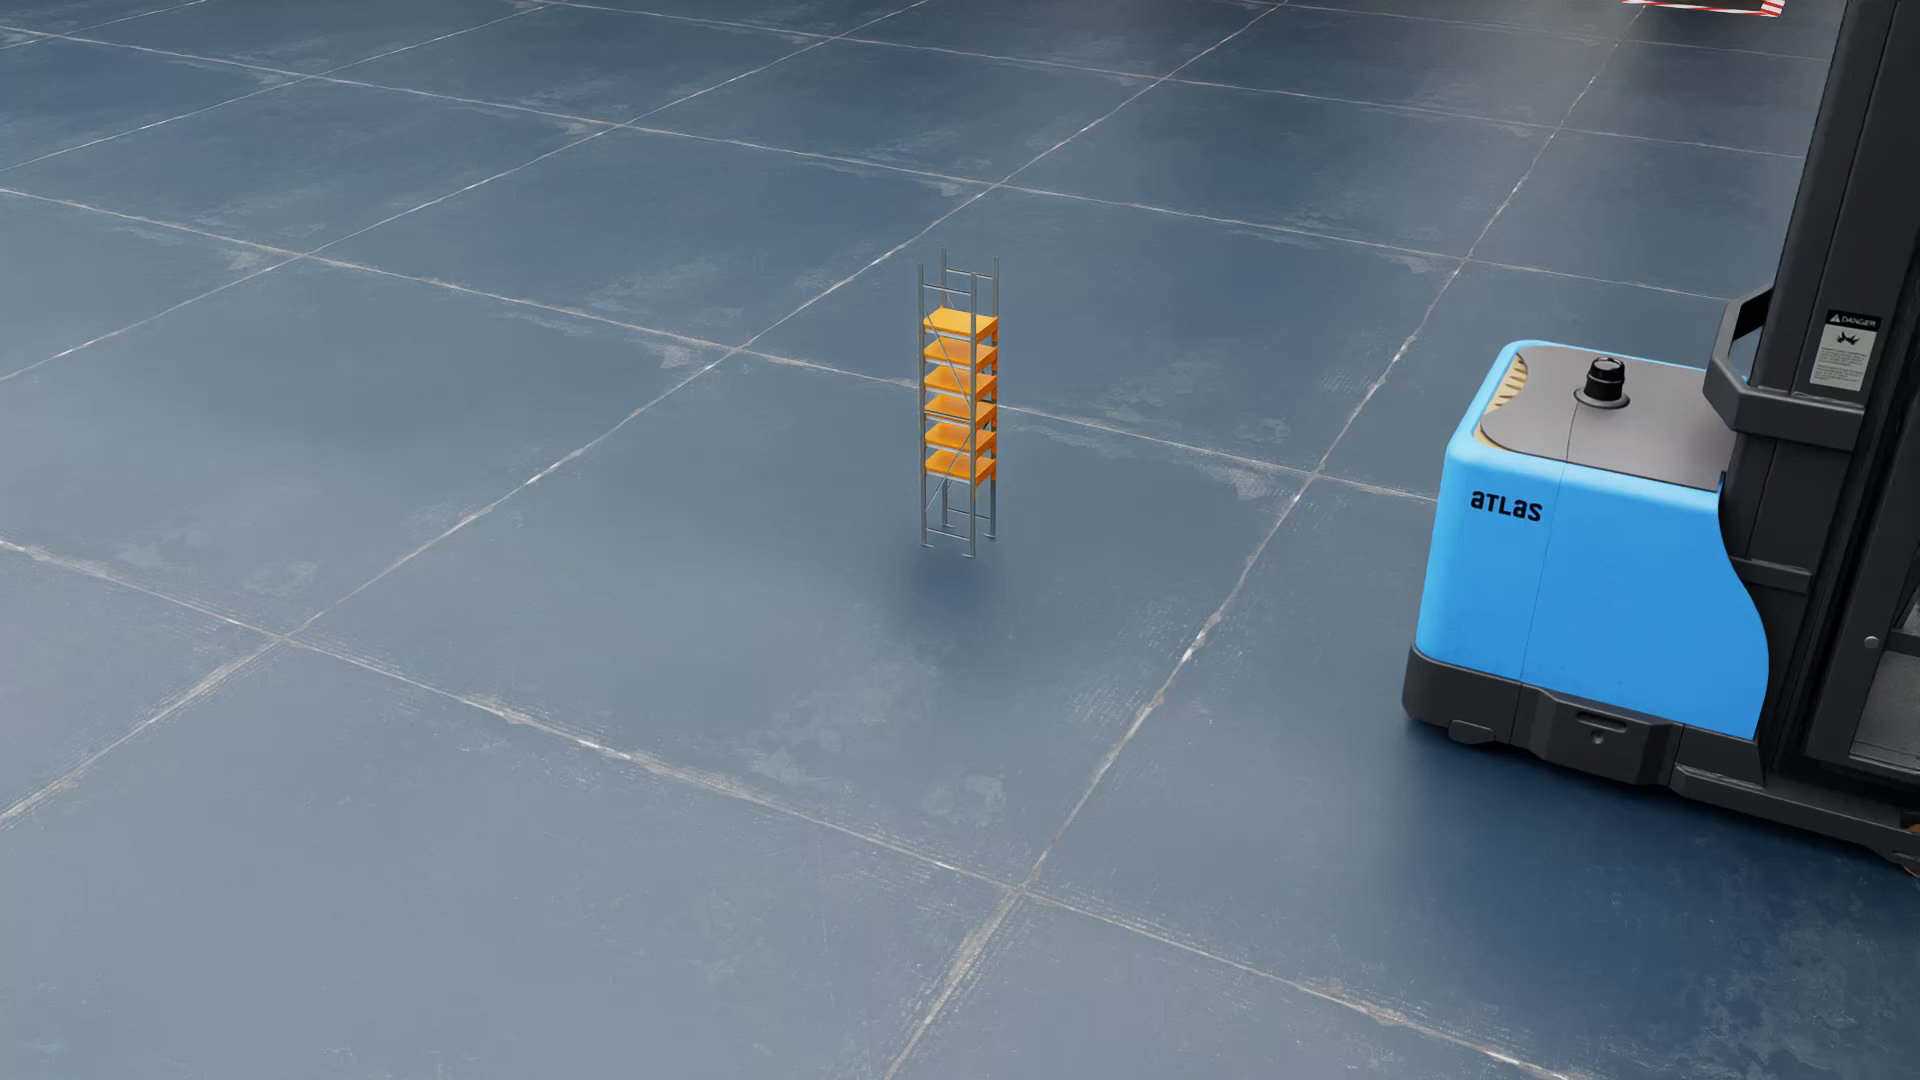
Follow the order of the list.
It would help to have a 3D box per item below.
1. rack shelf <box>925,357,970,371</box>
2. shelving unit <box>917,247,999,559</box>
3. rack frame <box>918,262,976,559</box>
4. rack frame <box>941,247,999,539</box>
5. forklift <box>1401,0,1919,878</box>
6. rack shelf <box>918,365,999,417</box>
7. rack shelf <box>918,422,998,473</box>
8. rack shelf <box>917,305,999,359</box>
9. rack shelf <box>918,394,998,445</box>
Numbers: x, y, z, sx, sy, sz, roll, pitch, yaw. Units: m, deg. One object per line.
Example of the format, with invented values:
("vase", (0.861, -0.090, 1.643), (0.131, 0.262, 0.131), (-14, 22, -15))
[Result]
("rack shelf", (-0.007, -0.701, 6.333), (0.199, 0.020, 0.166), (14, 33, 23))
("shelving unit", (-0.007, -0.514, 6.440), (0.258, 1.200, 0.189), (14, 33, 23))
("rack frame", (-0.048, -0.473, 6.369), (0.240, 1.200, 0.006), (14, 33, 23))
("rack frame", (0.035, -0.554, 6.511), (0.240, 1.200, 0.006), (14, 33, 23))
("forklift", (3.048, -0.514, 4.702), (3.031, 2.935, 1.130), (14, 33, 23))
("rack shelf", (-0.007, -0.579, 6.402), (0.258, 0.103, 0.180), (14, 33, 23))
("rack shelf", (-0.007, -0.371, 6.522), (0.258, 0.103, 0.180), (14, 33, 23))
("rack shelf", (-0.007, -0.788, 6.283), (0.258, 0.103, 0.180), (14, 33, 23))
("rack shelf", (-0.007, -0.475, 6.462), (0.258, 0.103, 0.180), (14, 33, 23))
